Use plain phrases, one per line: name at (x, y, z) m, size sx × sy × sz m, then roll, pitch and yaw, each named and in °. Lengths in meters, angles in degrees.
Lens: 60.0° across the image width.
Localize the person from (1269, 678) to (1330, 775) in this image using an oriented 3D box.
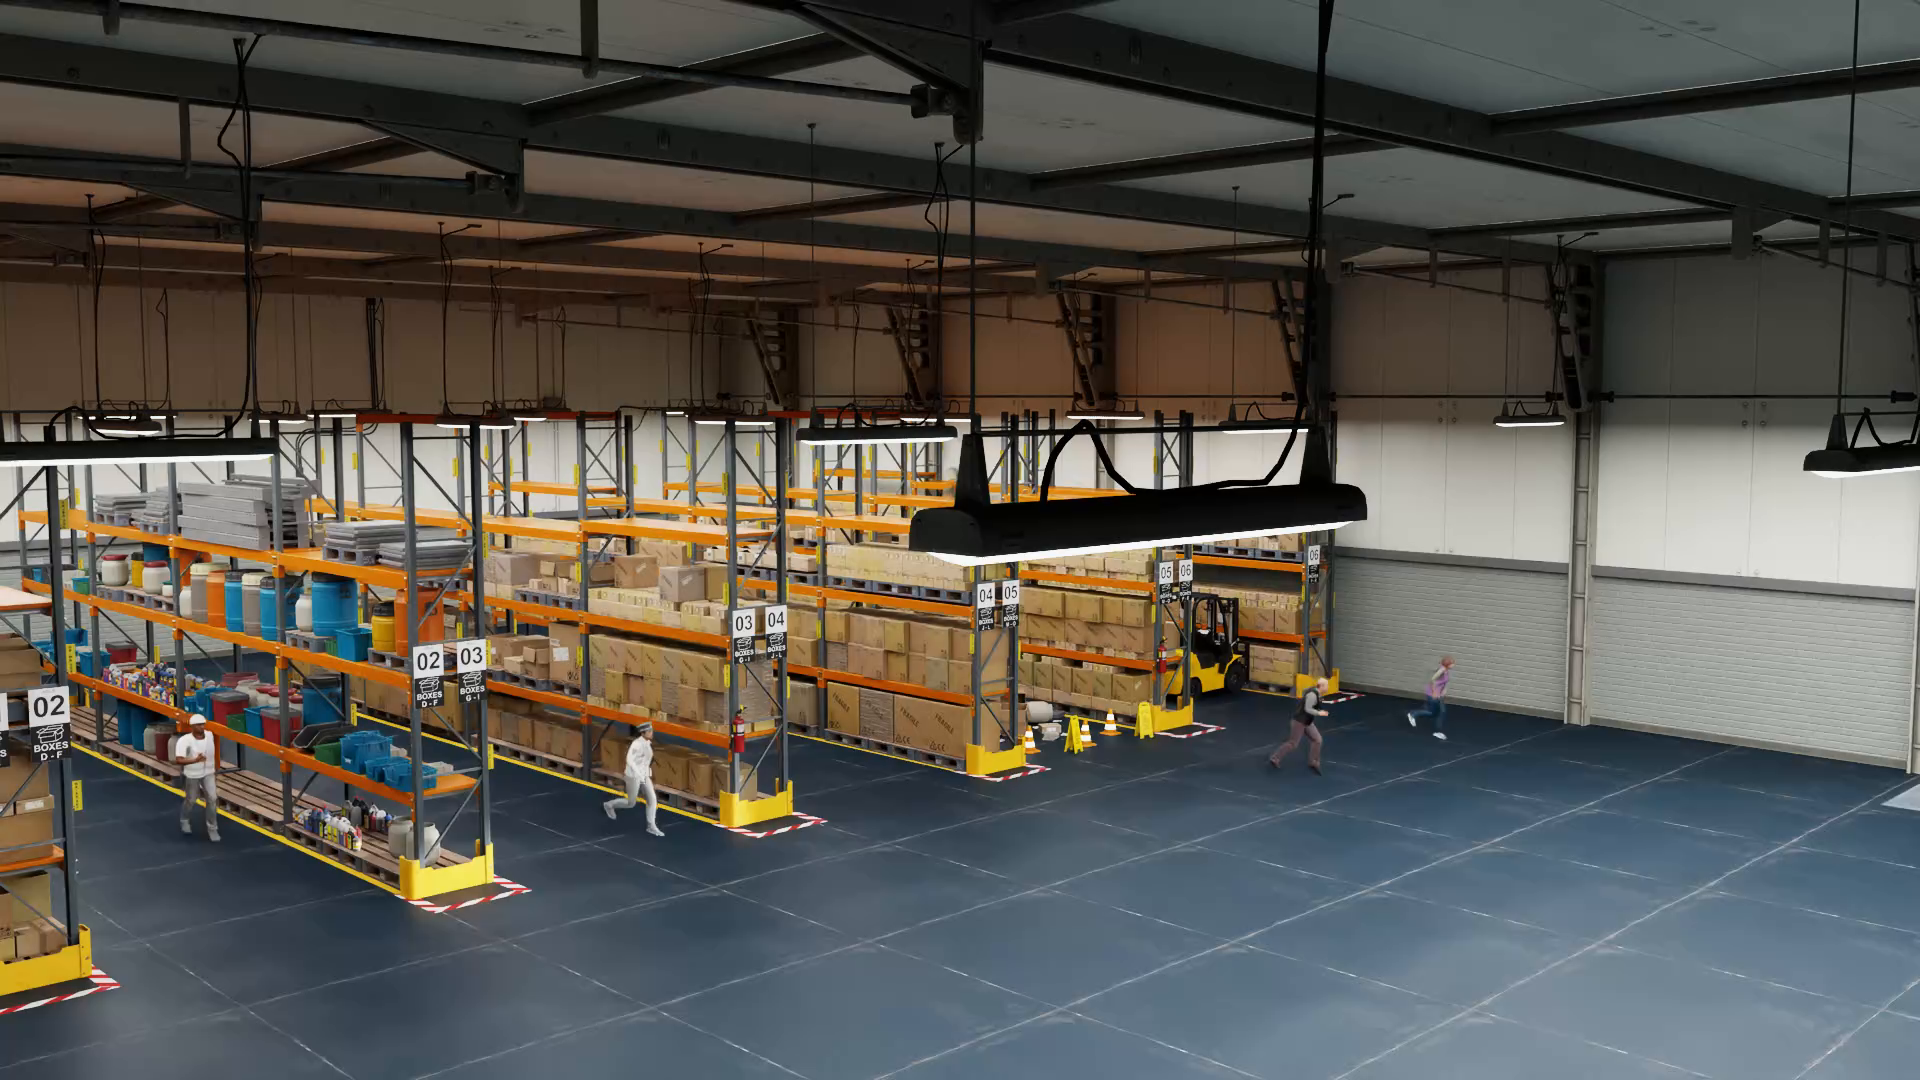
person at (5.692, 3.125, 27.888) m, size 0.990 × 1.680 × 0.701 m, roll 2°, pitch 5°, yaw 19°

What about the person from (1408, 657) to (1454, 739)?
person at (8.746, 2.909, 30.897) m, size 0.817 × 1.546 × 0.539 m, roll 2°, pitch 5°, yaw 24°

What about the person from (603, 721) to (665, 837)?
person at (-4.712, 3.440, 24.048) m, size 0.964 × 1.682 × 0.620 m, roll 2°, pitch 5°, yaw 18°

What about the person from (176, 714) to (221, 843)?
person at (-10.878, 3.370, 23.734) m, size 0.897 × 1.802 × 0.681 m, roll 4°, pitch 7°, yaw 40°
